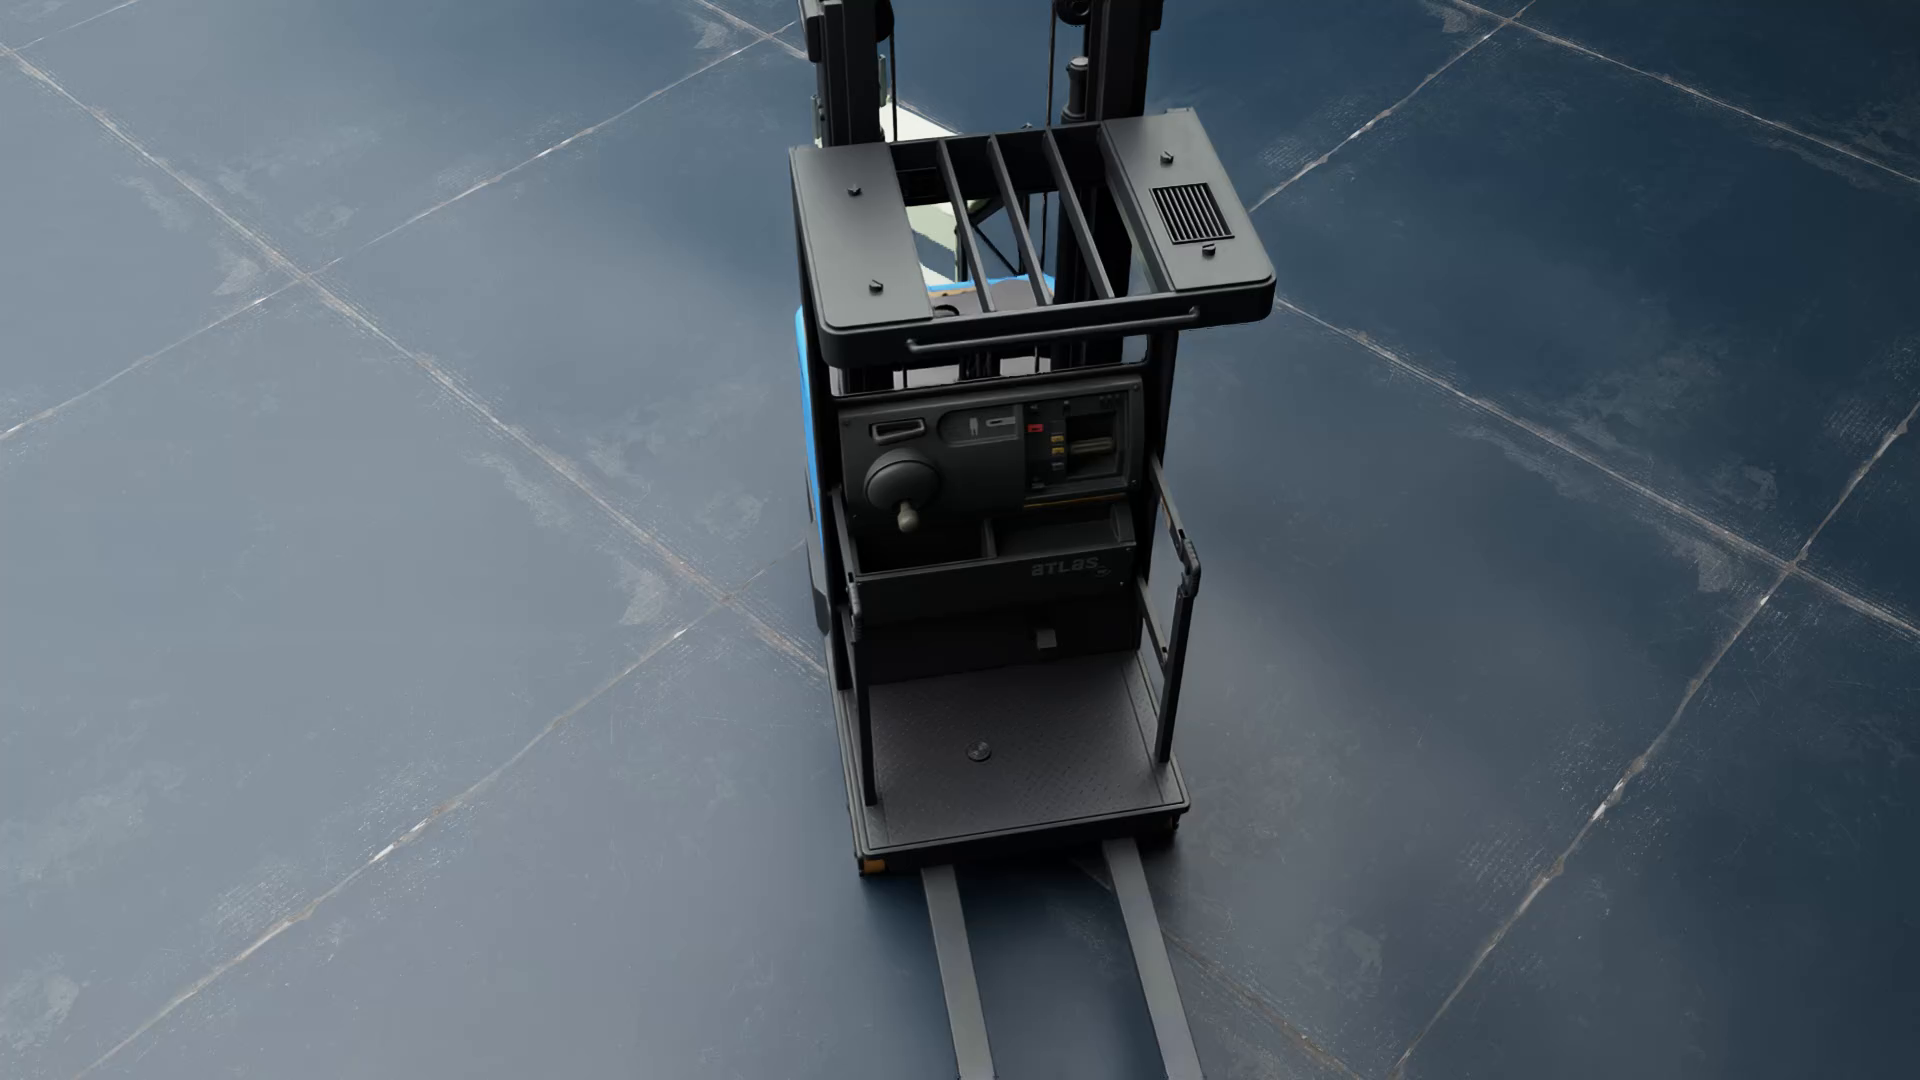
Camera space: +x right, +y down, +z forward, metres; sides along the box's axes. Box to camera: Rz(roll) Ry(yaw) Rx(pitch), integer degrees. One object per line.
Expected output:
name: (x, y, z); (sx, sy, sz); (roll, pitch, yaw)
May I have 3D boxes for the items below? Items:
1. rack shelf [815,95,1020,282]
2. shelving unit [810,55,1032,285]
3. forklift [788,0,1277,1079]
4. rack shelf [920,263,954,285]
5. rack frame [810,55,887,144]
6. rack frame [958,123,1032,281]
rack shelf: (-0.150, -1.352, 6.455); (0.720, 0.370, 0.431); (32, 55, 27)
shelving unit: (-0.150, -1.085, 6.739); (0.755, 1.500, 0.431); (32, 55, 27)
forklift: (0.142, -0.160, 4.890); (1.130, 2.935, 3.031); (-7, 47, -7)
rack shelf: (-0.150, -0.861, 6.977); (0.720, 0.370, 0.431); (32, 55, 27)
rack frame: (-0.427, -1.259, 6.903); (0.023, 1.500, 0.400); (32, 55, 27)
rack frame: (0.128, -0.910, 6.576); (0.023, 1.500, 0.400); (32, 55, 27)
